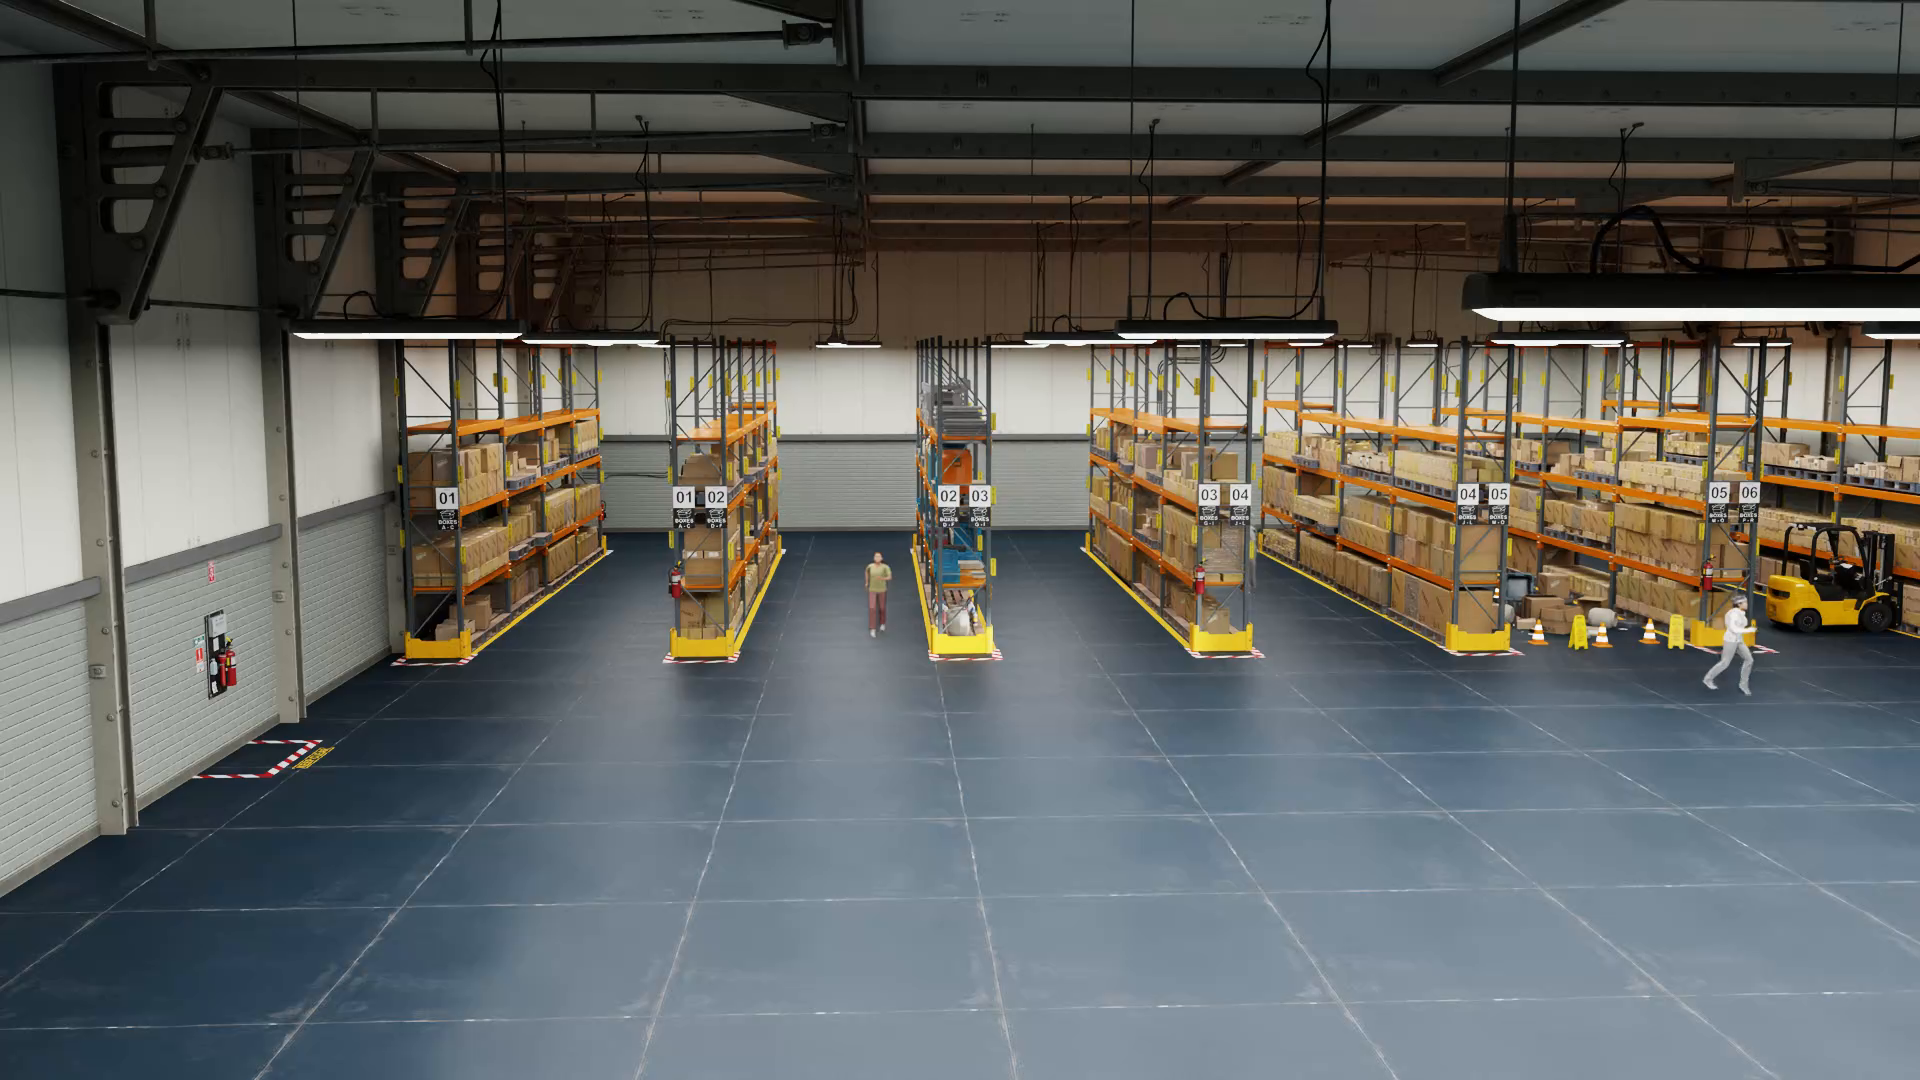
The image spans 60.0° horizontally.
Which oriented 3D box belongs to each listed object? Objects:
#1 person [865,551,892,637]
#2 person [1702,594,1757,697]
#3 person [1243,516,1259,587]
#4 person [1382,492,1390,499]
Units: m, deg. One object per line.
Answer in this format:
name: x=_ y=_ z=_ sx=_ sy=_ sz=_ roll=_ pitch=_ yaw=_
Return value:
person: x=-1.653 y=1.058 z=33.576 sx=0.562 sy=1.687 sz=0.906 roll=0 pitch=7 yaw=4
person: x=12.882 y=1.742 z=27.806 sx=0.829 sy=1.728 sz=0.638 roll=5 pitch=8 yaw=39
person: x=7.044 y=0.250 z=40.619 sx=0.541 sy=1.685 sz=0.938 roll=-1 pitch=7 yaw=-8
person: x=12.594 y=-0.723 z=49.604 sx=0.567 sy=1.624 sz=0.603 roll=-2 pitch=7 yaw=-19
